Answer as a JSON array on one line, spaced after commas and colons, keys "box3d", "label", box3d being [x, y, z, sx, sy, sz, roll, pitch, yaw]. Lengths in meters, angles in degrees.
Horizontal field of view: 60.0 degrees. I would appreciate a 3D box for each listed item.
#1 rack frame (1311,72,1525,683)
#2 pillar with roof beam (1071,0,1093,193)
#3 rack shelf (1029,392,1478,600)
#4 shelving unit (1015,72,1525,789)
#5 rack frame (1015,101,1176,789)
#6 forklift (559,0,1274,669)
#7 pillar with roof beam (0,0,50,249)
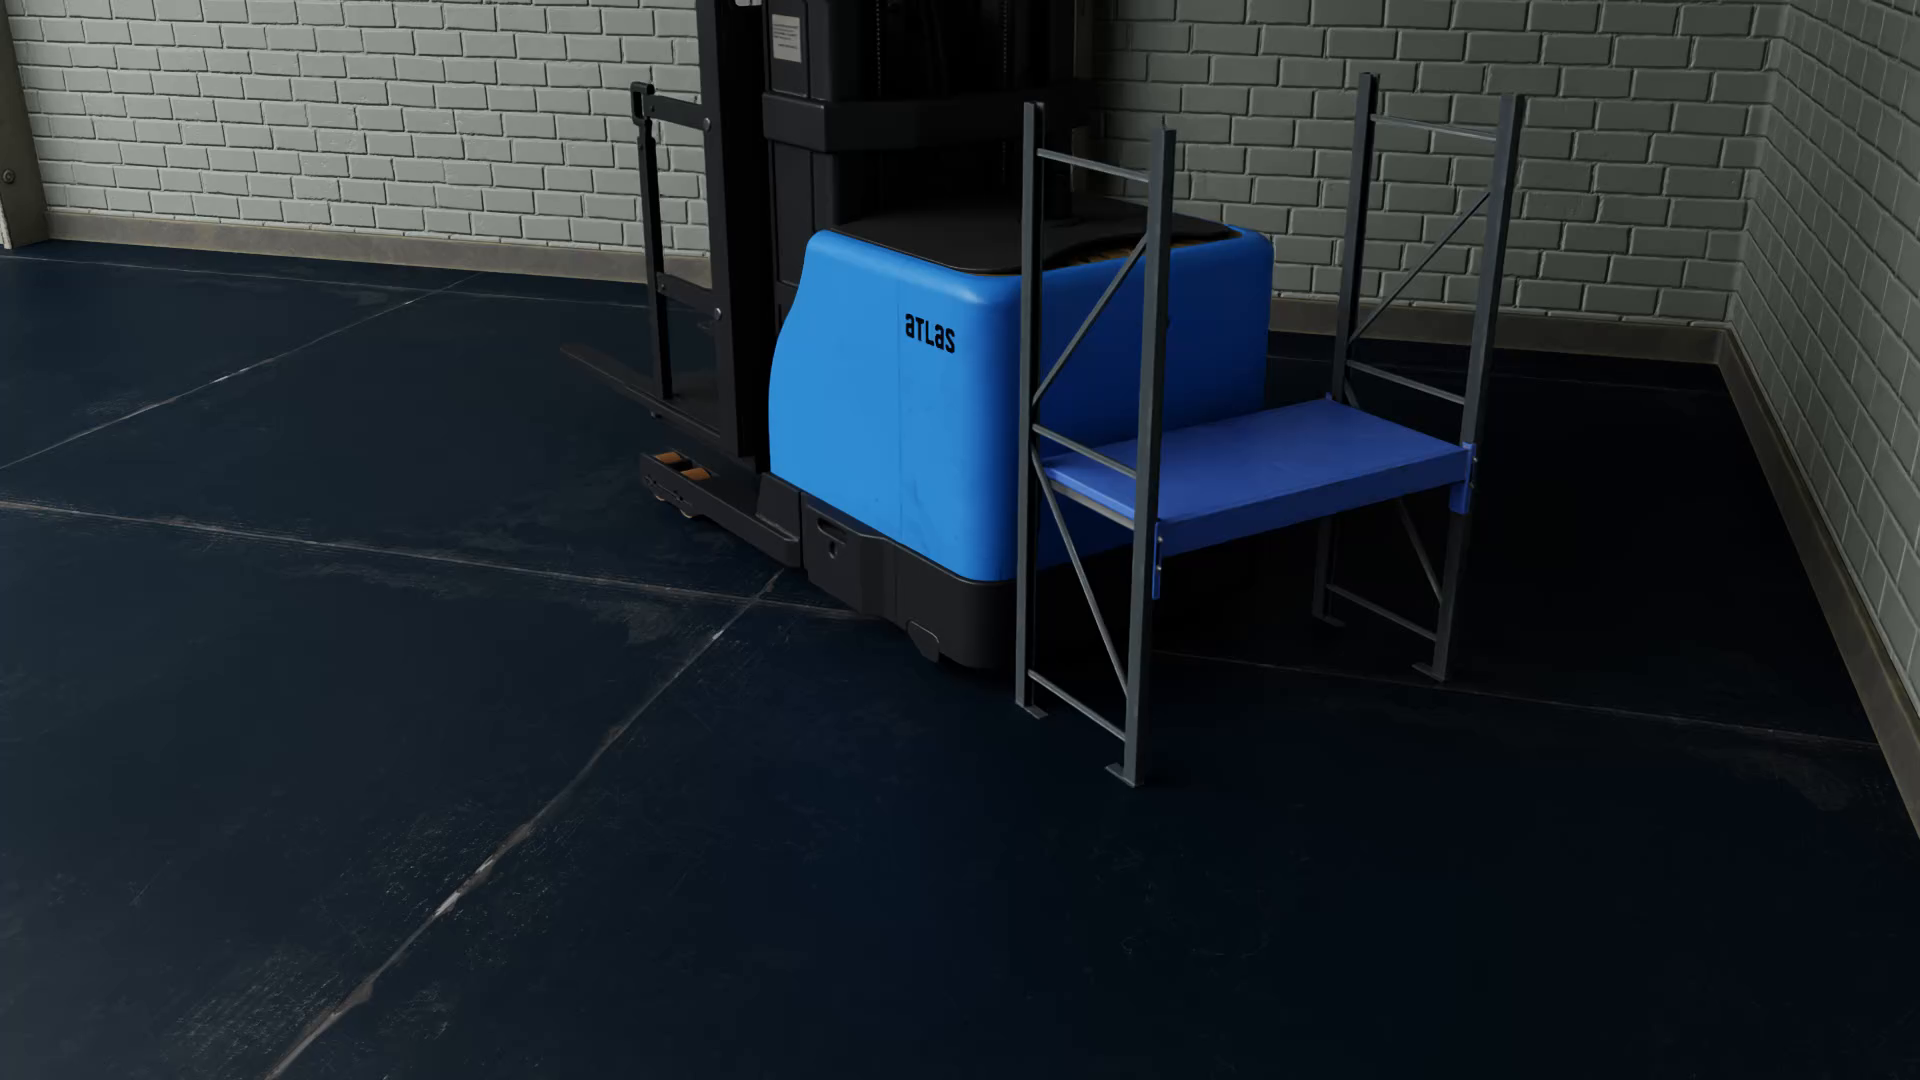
[{"box3d": [1.148, -0.403, 4.276, 0.032, 1.500, 0.500, -13, 26, -29], "label": "rack frame"}, {"box3d": [-0.889, -3.630, 2.263, 0.400, 9.000, 9.100, 7, 23, 16], "label": "pillar with roof beam"}, {"box3d": [0.717, -0.135, 4.096, 1.000, 0.185, 0.538, -13, 26, -29], "label": "rack shelf"}, {"box3d": [0.717, -0.301, 4.028, 1.048, 1.500, 0.538, -13, 26, -29], "label": "shelving unit"}, {"box3d": [0.286, -0.199, 3.779, 0.032, 1.500, 0.500, -13, 26, -29], "label": "rack frame"}, {"box3d": [-0.416, -1.522, 5.118, 1.130, 2.935, 3.031, -15, 27, -33], "label": "forklift"}, {"box3d": [-6.634, -4.288, 3.866, 0.400, 9.000, 9.100, 7, 23, 16], "label": "pillar with roof beam"}]
